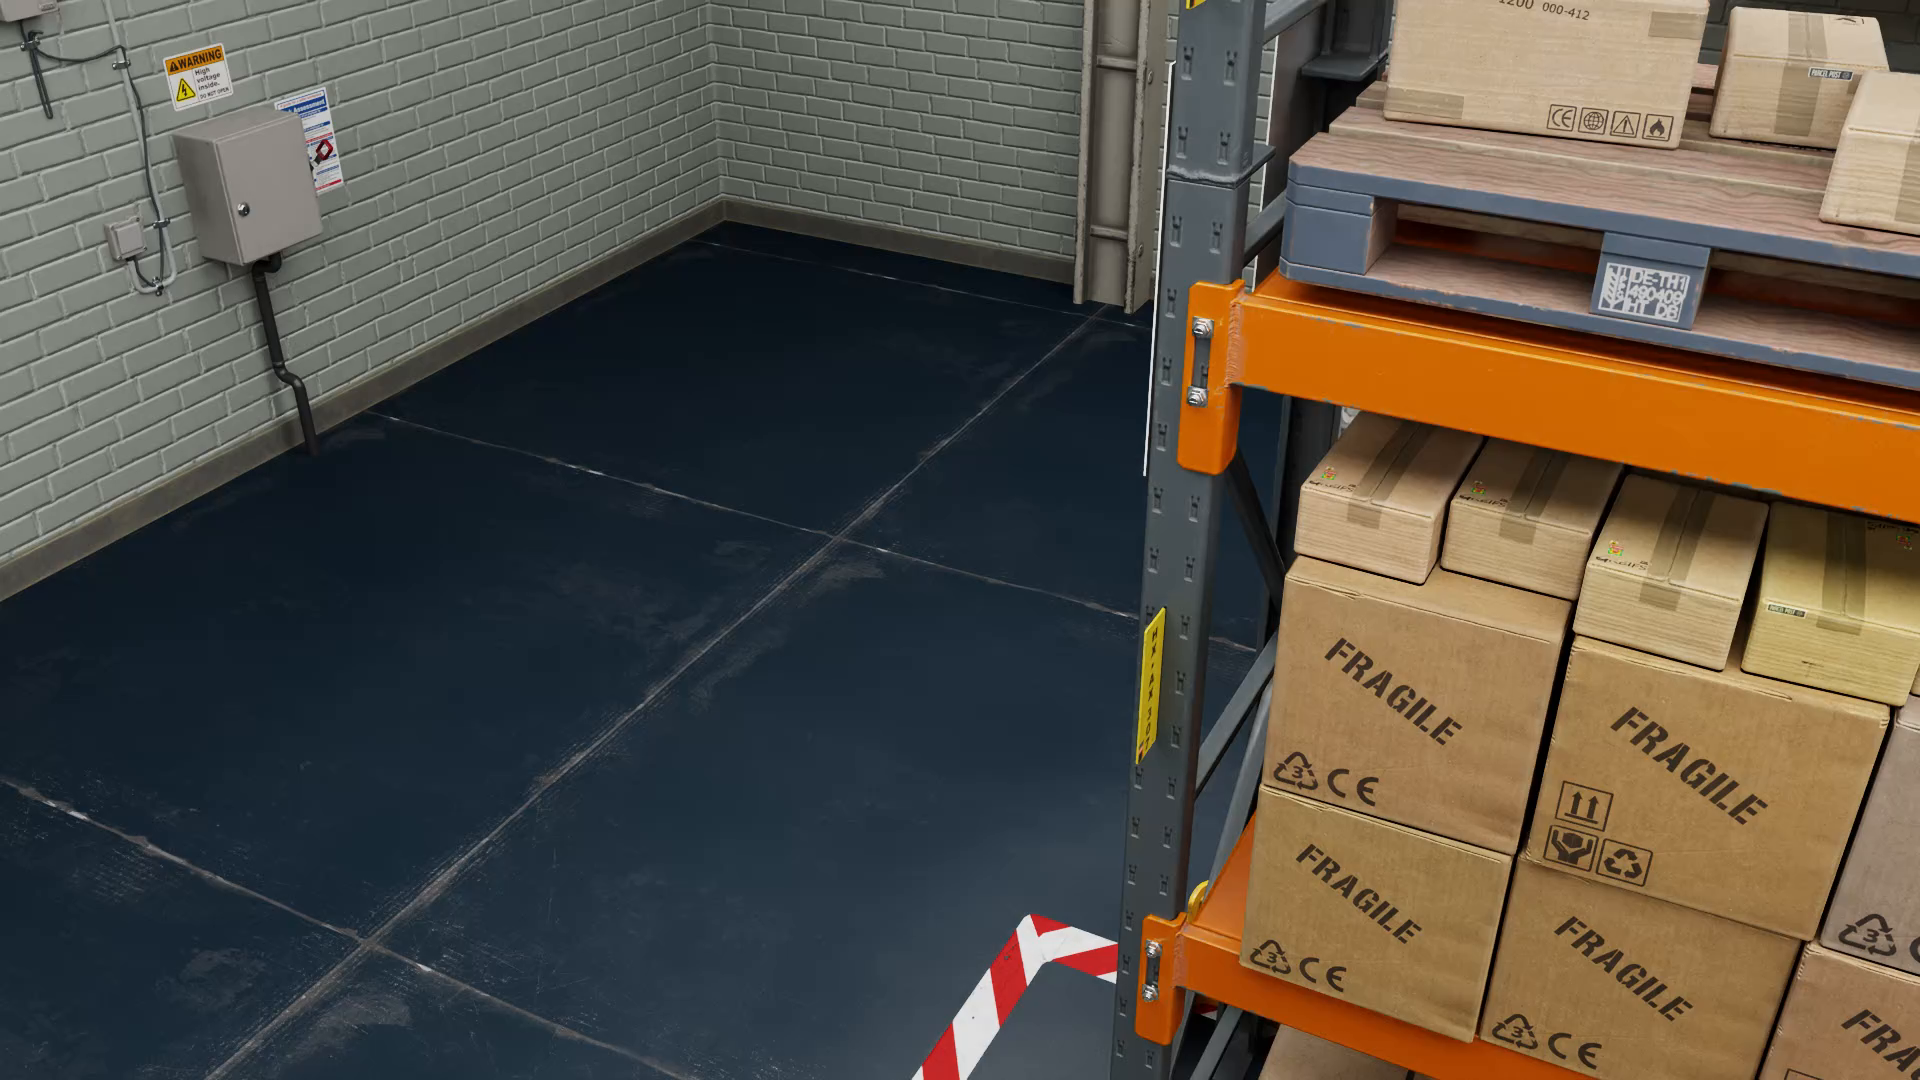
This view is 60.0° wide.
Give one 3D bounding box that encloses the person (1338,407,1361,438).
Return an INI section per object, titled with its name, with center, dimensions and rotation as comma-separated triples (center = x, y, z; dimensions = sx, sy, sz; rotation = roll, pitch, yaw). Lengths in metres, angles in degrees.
[person]
center = 1.628, -0.191, 6.439
dimensions = 0.450, 1.682, 0.538
rotation = 15, 33, 24
